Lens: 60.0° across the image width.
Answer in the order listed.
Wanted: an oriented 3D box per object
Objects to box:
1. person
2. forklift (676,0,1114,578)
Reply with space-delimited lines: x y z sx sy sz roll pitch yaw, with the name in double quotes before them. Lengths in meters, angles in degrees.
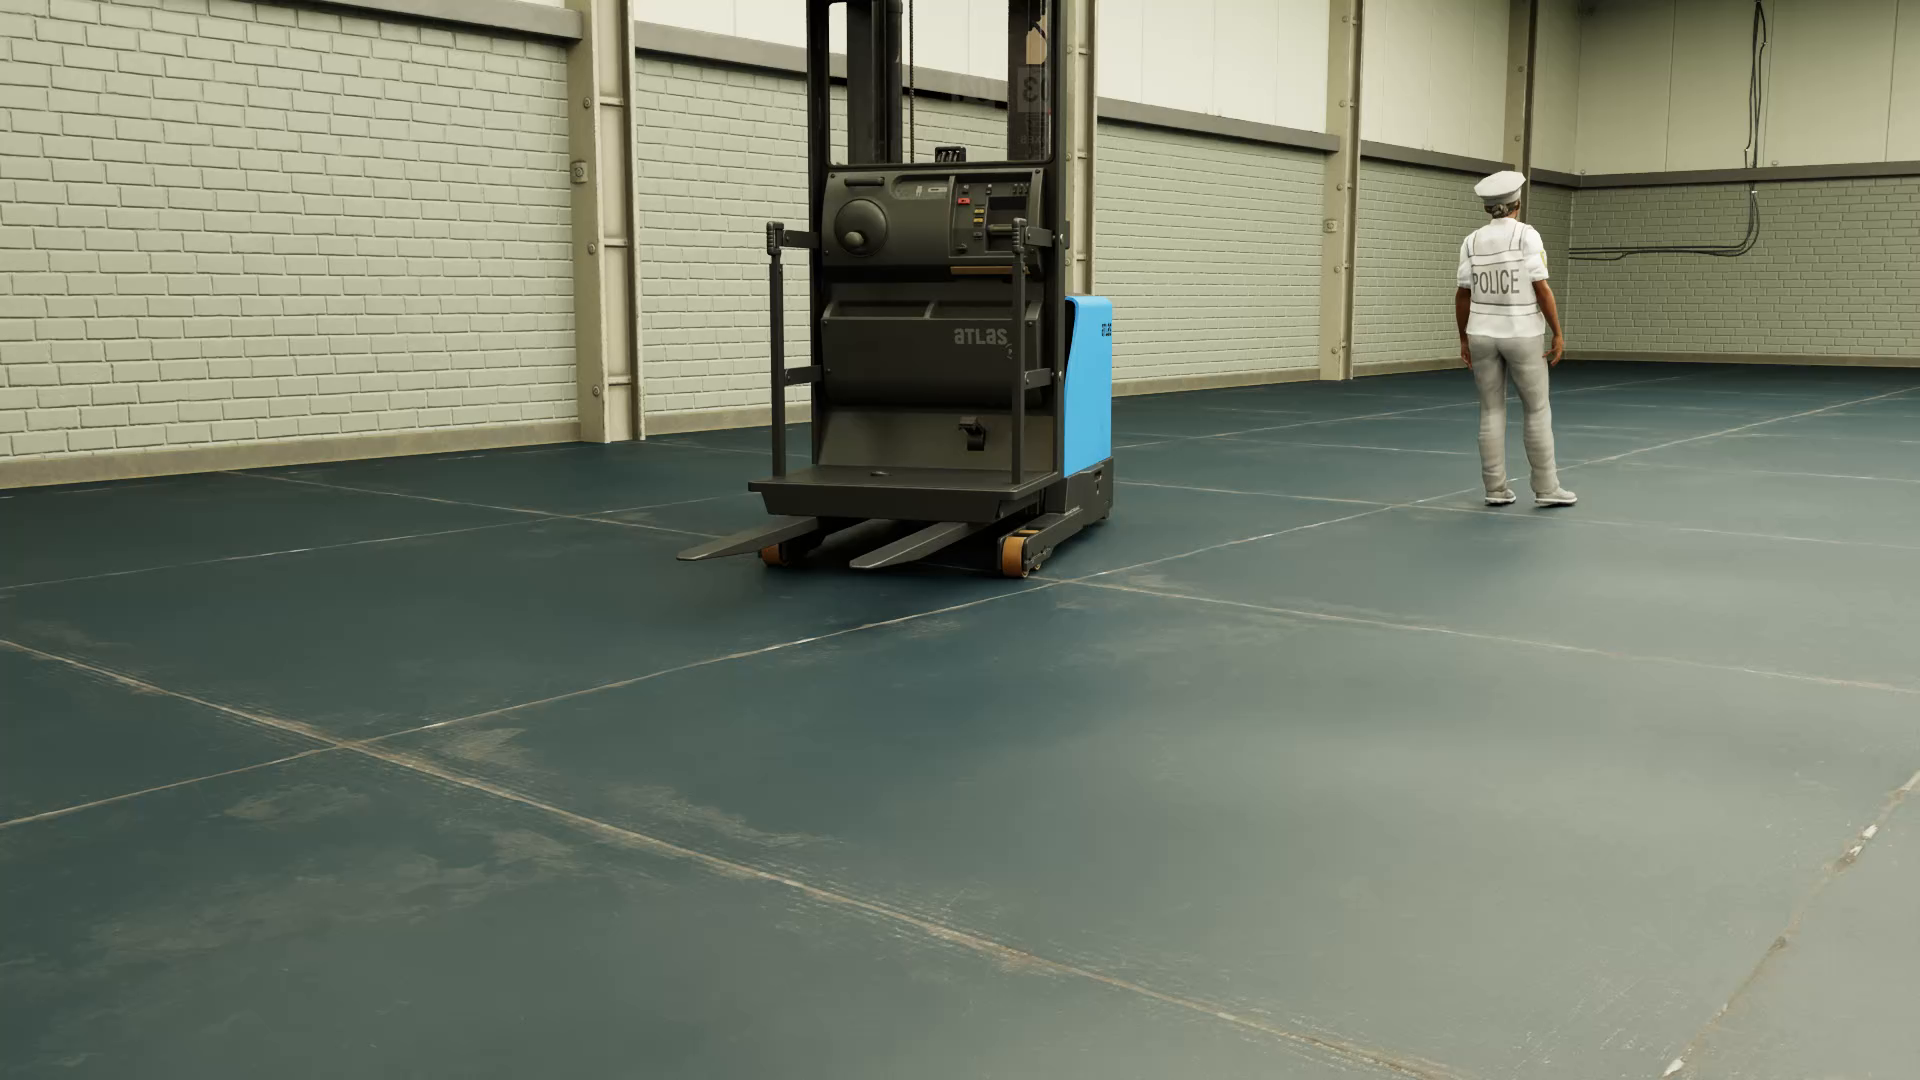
"person" 2.852 -1.031 8.544 0.570 1.697 0.528 7 11 41
"forklift" -0.176 -1.366 6.616 1.130 2.935 3.031 3 9 17
